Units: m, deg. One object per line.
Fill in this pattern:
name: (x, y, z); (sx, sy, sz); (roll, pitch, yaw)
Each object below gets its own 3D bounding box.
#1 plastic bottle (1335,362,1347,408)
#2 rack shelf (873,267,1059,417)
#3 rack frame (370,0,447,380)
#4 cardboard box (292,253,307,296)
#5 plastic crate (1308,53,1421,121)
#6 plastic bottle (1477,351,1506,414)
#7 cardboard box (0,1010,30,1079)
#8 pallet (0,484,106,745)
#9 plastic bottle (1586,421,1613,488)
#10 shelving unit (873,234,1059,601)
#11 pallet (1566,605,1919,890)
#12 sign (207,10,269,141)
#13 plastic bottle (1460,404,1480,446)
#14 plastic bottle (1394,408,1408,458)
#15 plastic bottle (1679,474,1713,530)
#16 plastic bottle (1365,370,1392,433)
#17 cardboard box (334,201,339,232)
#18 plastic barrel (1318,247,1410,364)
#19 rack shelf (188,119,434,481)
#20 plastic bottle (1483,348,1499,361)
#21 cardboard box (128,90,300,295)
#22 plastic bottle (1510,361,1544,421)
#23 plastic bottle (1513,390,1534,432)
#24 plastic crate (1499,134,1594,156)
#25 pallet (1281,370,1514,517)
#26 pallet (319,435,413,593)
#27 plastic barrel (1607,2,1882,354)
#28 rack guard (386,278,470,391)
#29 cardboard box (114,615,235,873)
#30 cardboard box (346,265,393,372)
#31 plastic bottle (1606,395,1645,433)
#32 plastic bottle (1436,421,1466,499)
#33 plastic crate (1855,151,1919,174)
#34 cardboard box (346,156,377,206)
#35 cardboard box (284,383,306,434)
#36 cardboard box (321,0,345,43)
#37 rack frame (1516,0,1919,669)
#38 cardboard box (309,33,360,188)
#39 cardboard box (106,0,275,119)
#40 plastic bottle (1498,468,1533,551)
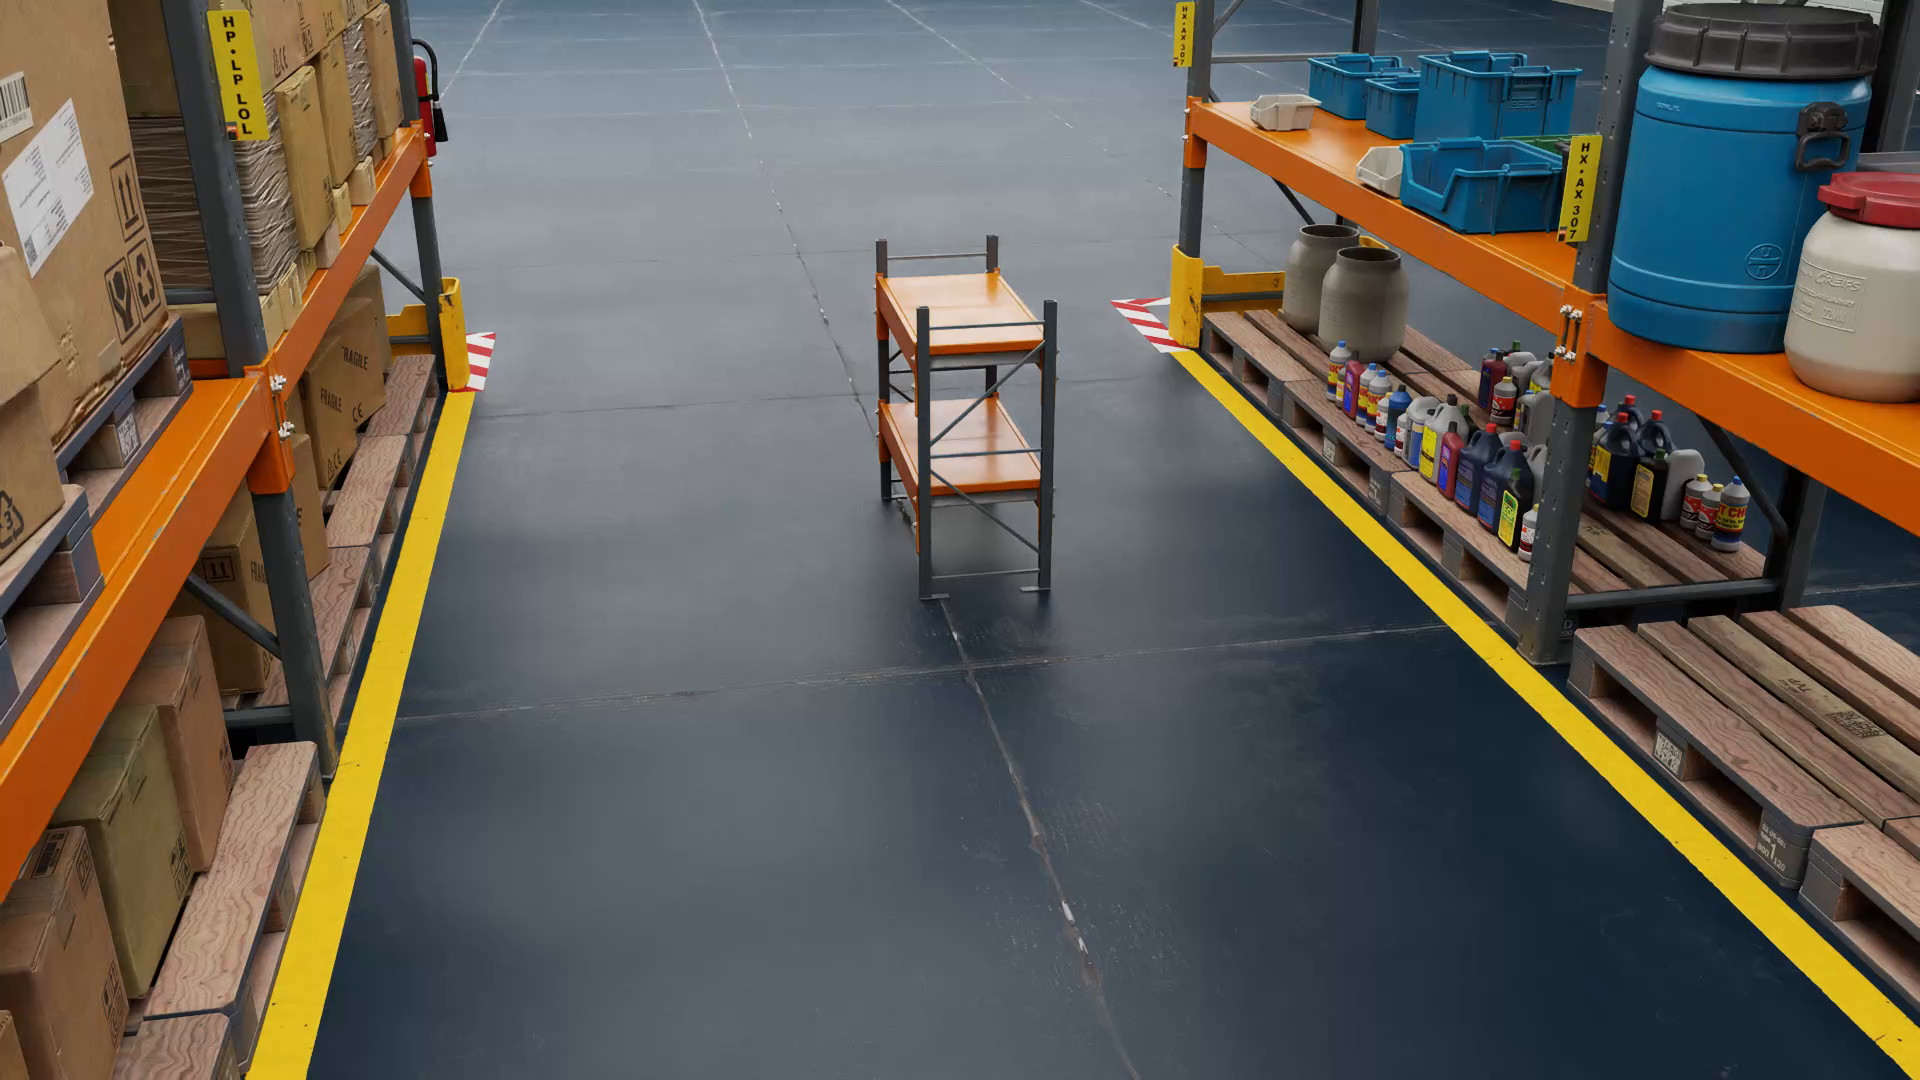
plastic bottle: (1.765, -0.708, 7.571); (0.097, 0.201, 0.097); (0, 24, 0)
rack shelf: (0.001, -0.781, 6.402); (0.538, 0.278, 1.000); (-4, 24, -10)
rack frame: (-3.151, -2.199, 8.038); (1.000, 3.000, 0.127); (-4, 24, -10)
cardboard box: (-2.262, -0.813, 5.179); (0.380, 0.149, 0.250); (-4, 24, -10)
plastic crate: (2.104, -2.323, 8.507); (0.499, 0.251, 0.616); (-4, 24, -10)
plastic bottle: (2.403, -0.724, 7.503); (0.061, 0.283, 0.133); (-4, 24, -10)
cardboard box: (-2.042, 1.189, 2.852); (0.700, 0.500, 0.500); (-2, 24, -5)
pallet: (-2.078, 0.260, 2.648); (1.003, 0.211, 1.213); (-4, 24, -10)
plastic bottle: (2.570, -0.340, 6.641); (0.097, 0.271, 0.097); (0, 24, 0)
shelving unit: (0.001, -0.513, 6.519); (0.538, 1.125, 1.048); (-4, 24, -10)
pallet: (2.640, 0.591, 5.133); (1.003, 0.211, 1.213); (-4, 24, -10)
sign: (-1.866, -1.199, 4.301); (0.100, 0.325, 0.005); (-4, 24, -10)
plastic bottle: (2.055, -0.402, 6.766); (0.061, 0.283, 0.133); (-4, 24, -10)
plastic bottle: (1.884, -0.455, 6.991); (0.097, 0.201, 0.097); (0, 24, 0)
plastic bottle: (2.791, -0.150, 6.292); (0.097, 0.201, 0.097); (0, 24, 0)
plastic bottle: (1.828, -0.607, 7.251); (0.097, 0.271, 0.097); (0, 24, 0)
cardboard box: (-2.410, -1.108, 5.852); (0.380, 0.149, 0.250); (-4, 24, -10)
plastic barrel: (2.006, -1.168, 8.260); (0.421, 0.512, 0.421); (0, 24, 0)
rack shelf: (-2.781, -1.083, 6.381); (1.077, 0.370, 4.000); (-4, 24, -10)
plastic bottle: (2.487, -0.795, 7.770); (0.097, 0.201, 0.097); (0, 24, 0)
cardboard box: (-2.433, -0.990, 4.772); (0.875, 0.500, 0.500); (-4, 24, -10)
plastic bottle: (2.533, -0.674, 7.398); (0.152, 0.276, 0.135); (-5, 24, -11)
plastic bottle: (2.457, -0.549, 7.205); (0.097, 0.201, 0.097); (0, 24, 0)
plastic crate: (2.483, -1.450, 6.588); (0.450, 0.188, 0.662); (-4, 24, -10)
pallet: (2.144, -0.463, 7.546); (1.003, 0.211, 1.213); (-4, 24, -10)
pallet: (-2.799, -0.091, 6.694); (1.003, 0.211, 1.213); (-4, 24, -10)
plastic barrel: (2.230, -1.048, 4.776); (0.600, 0.901, 0.708); (-4, 24, -10)
rack guard: (-3.136, -1.024, 8.470); (1.175, 0.500, 0.348); (-4, 24, -10)
cardboard box: (-2.318, 0.561, 4.291); (0.700, 0.500, 0.500); (-6, 24, -14)
cardboard box: (-3.052, -1.000, 7.889); (0.500, 0.500, 0.500); (0, 24, 0)
plastic bottle: (2.680, -0.403, 6.685); (0.144, 0.351, 0.185); (-5, 24, -12)
plastic bottle: (1.948, -0.318, 6.574); (0.061, 0.283, 0.133); (-3, 24, -6)
plastic crate: (2.847, -0.854, 4.878); (0.402, 0.464, 0.583); (-4, 24, -10)
cardboard box: (-2.514, -1.405, 6.534); (0.380, 0.149, 0.250); (-4, 24, -10)
cardboard box: (-2.751, -0.296, 6.279); (0.500, 0.500, 0.500); (-6, 24, -14)
cardboard box: (-2.534, -2.051, 5.953); (0.500, 0.500, 0.500); (-4, 24, -10)
rack frame: (2.457, -0.993, 5.275); (1.000, 3.000, 0.127); (-4, 24, -10)
cardboard box: (-2.734, -1.578, 6.119); (0.875, 0.500, 0.500); (-4, 24, -10)
cardboard box: (-2.244, -1.462, 4.605); (0.500, 0.500, 0.500); (-4, 24, -10)
plastic bottle: (2.044, -0.114, 6.108); (0.061, 0.283, 0.133); (-3, 24, -7)
